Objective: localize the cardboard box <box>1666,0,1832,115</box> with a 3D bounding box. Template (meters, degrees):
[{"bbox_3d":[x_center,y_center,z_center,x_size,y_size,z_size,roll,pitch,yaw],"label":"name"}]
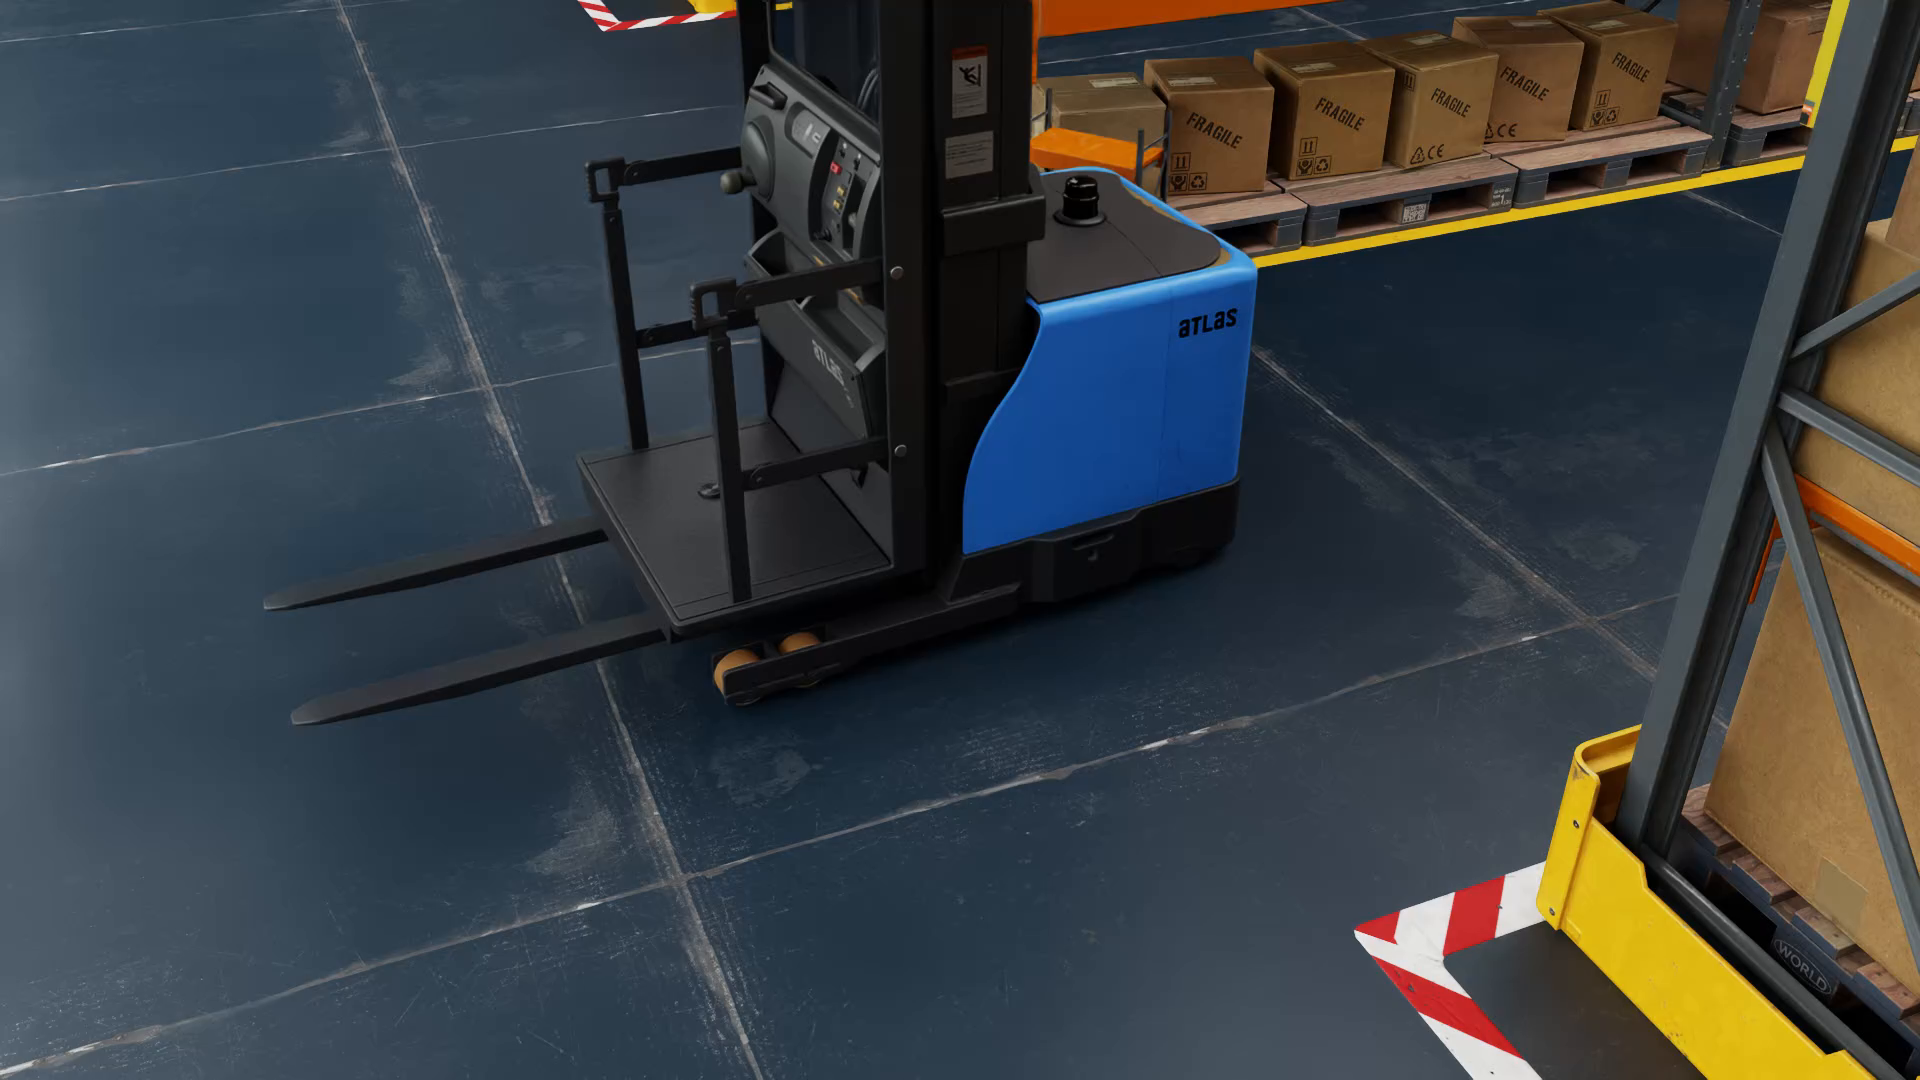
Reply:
[{"bbox_3d":[4.311,-2.691,9.024,0.500,0.500,0.700,-16,36,-23],"label":"cardboard box"}]

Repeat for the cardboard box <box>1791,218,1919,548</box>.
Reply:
[{"bbox_3d":[2.200,-0.239,3.230,0.550,0.550,0.875,-13,35,-19],"label":"cardboard box"}]

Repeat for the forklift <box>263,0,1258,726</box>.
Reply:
[{"bbox_3d":[-0.618,-1.062,4.695,3.031,2.935,1.130,-15,36,-22],"label":"forklift"}]

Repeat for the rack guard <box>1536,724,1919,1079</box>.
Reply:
[{"bbox_3d":[1.854,0.977,3.790,0.348,0.500,1.175,-13,35,-19],"label":"rack guard"}]

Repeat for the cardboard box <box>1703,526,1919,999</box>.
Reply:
[{"bbox_3d":[2.475,0.463,3.852,0.875,0.875,0.875,-13,35,-19],"label":"cardboard box"}]

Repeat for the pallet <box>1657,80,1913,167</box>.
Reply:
[{"bbox_3d":[4.454,-2.432,9.294,1.213,0.211,1.003,-13,35,-19],"label":"pallet"}]

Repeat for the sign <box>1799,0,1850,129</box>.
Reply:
[{"bbox_3d":[1.678,-0.936,3.159,0.005,0.325,0.100,-13,35,-19],"label":"sign"}]

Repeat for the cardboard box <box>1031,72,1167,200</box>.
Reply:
[{"bbox_3d":[0.631,-1.843,7.739,0.500,0.500,0.500,-7,34,-10],"label":"cardboard box"}]

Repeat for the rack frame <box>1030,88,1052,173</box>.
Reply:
[{"bbox_3d":[0.269,-1.100,6.339,0.015,1.200,0.240,19,37,26],"label":"rack frame"}]

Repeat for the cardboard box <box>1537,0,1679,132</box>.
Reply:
[{"bbox_3d":[3.353,-2.499,8.748,0.500,0.500,0.500,-14,36,-20],"label":"cardboard box"}]

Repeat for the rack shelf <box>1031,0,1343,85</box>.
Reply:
[{"bbox_3d":[1.893,-2.712,7.827,4.000,0.370,1.077,-13,35,-19],"label":"rack shelf"}]

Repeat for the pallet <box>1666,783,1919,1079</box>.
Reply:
[{"bbox_3d":[2.583,0.885,4.196,1.213,0.211,1.003,-13,35,-19],"label":"pallet"}]

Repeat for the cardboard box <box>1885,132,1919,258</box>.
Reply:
[{"bbox_3d":[2.233,-0.650,2.871,0.550,0.550,0.875,-13,35,-19],"label":"cardboard box"}]

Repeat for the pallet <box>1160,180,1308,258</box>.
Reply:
[{"bbox_3d":[0.882,-1.592,8.003,1.213,0.211,1.003,-13,35,-19],"label":"pallet"}]

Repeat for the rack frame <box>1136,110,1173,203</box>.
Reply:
[{"bbox_3d":[0.683,-0.960,6.122,0.015,1.200,0.240,19,37,26],"label":"rack frame"}]

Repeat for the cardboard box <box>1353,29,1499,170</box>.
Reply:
[{"bbox_3d":[2.285,-2.204,8.294,0.500,0.500,0.500,-16,36,-23],"label":"cardboard box"}]

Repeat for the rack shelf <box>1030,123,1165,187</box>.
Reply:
[{"bbox_3d":[0.476,-1.360,6.017,0.480,0.148,0.258,19,37,26],"label":"rack shelf"}]

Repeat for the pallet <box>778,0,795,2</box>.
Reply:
[{"bbox_3d":[-1.066,-4.121,11.890,1.213,0.211,1.003,-13,35,-19],"label":"pallet"}]

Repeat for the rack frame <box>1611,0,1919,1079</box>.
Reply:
[{"bbox_3d":[1.876,-0.075,3.116,0.127,3.000,1.000,-13,35,-19],"label":"rack frame"}]

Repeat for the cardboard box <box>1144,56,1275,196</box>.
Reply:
[{"bbox_3d":[1.169,-1.986,7.959,0.500,0.500,0.500,-4,33,-6],"label":"cardboard box"}]

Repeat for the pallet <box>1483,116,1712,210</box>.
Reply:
[{"bbox_3d":[3.131,-2.107,8.795,1.213,0.211,1.003,-13,35,-19],"label":"pallet"}]

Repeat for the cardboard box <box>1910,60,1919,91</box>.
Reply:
[{"bbox_3d":[5.274,-2.901,9.346,0.500,0.500,0.700,-16,36,-23],"label":"cardboard box"}]

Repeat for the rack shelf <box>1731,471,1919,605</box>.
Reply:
[{"bbox_3d":[3.720,-0.196,3.961,4.000,0.370,1.077,-13,35,-19],"label":"rack shelf"}]

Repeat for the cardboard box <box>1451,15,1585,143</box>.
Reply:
[{"bbox_3d":[2.827,-2.375,8.556,0.500,0.500,0.500,-2,33,-4],"label":"cardboard box"}]

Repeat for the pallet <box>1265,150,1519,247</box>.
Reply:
[{"bbox_3d":[2.005,-1.847,8.396,1.213,0.211,1.003,-13,35,-19],"label":"pallet"}]

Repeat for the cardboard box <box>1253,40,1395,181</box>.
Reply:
[{"bbox_3d":[1.753,-2.109,8.148,0.500,0.500,0.500,-10,34,-14],"label":"cardboard box"}]

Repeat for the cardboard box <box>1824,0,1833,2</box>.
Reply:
[{"bbox_3d":[4.758,-2.782,9.164,0.500,0.500,0.700,-13,35,-19],"label":"cardboard box"}]

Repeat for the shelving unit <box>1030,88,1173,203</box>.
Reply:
[{"bbox_3d":[0.476,-1.030,6.231,0.503,1.200,0.258,19,37,26],"label":"shelving unit"}]

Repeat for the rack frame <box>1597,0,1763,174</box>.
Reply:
[{"bbox_3d":[3.737,-3.435,8.280,0.127,3.000,1.000,-13,35,-19],"label":"rack frame"}]

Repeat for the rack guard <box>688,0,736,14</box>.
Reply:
[{"bbox_3d":[-1.817,-4.074,11.552,0.348,0.500,1.175,-13,35,-19],"label":"rack guard"}]

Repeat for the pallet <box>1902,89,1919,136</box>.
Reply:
[{"bbox_3d":[5.581,-2.691,9.693,1.213,0.211,1.003,-13,35,-19],"label":"pallet"}]
